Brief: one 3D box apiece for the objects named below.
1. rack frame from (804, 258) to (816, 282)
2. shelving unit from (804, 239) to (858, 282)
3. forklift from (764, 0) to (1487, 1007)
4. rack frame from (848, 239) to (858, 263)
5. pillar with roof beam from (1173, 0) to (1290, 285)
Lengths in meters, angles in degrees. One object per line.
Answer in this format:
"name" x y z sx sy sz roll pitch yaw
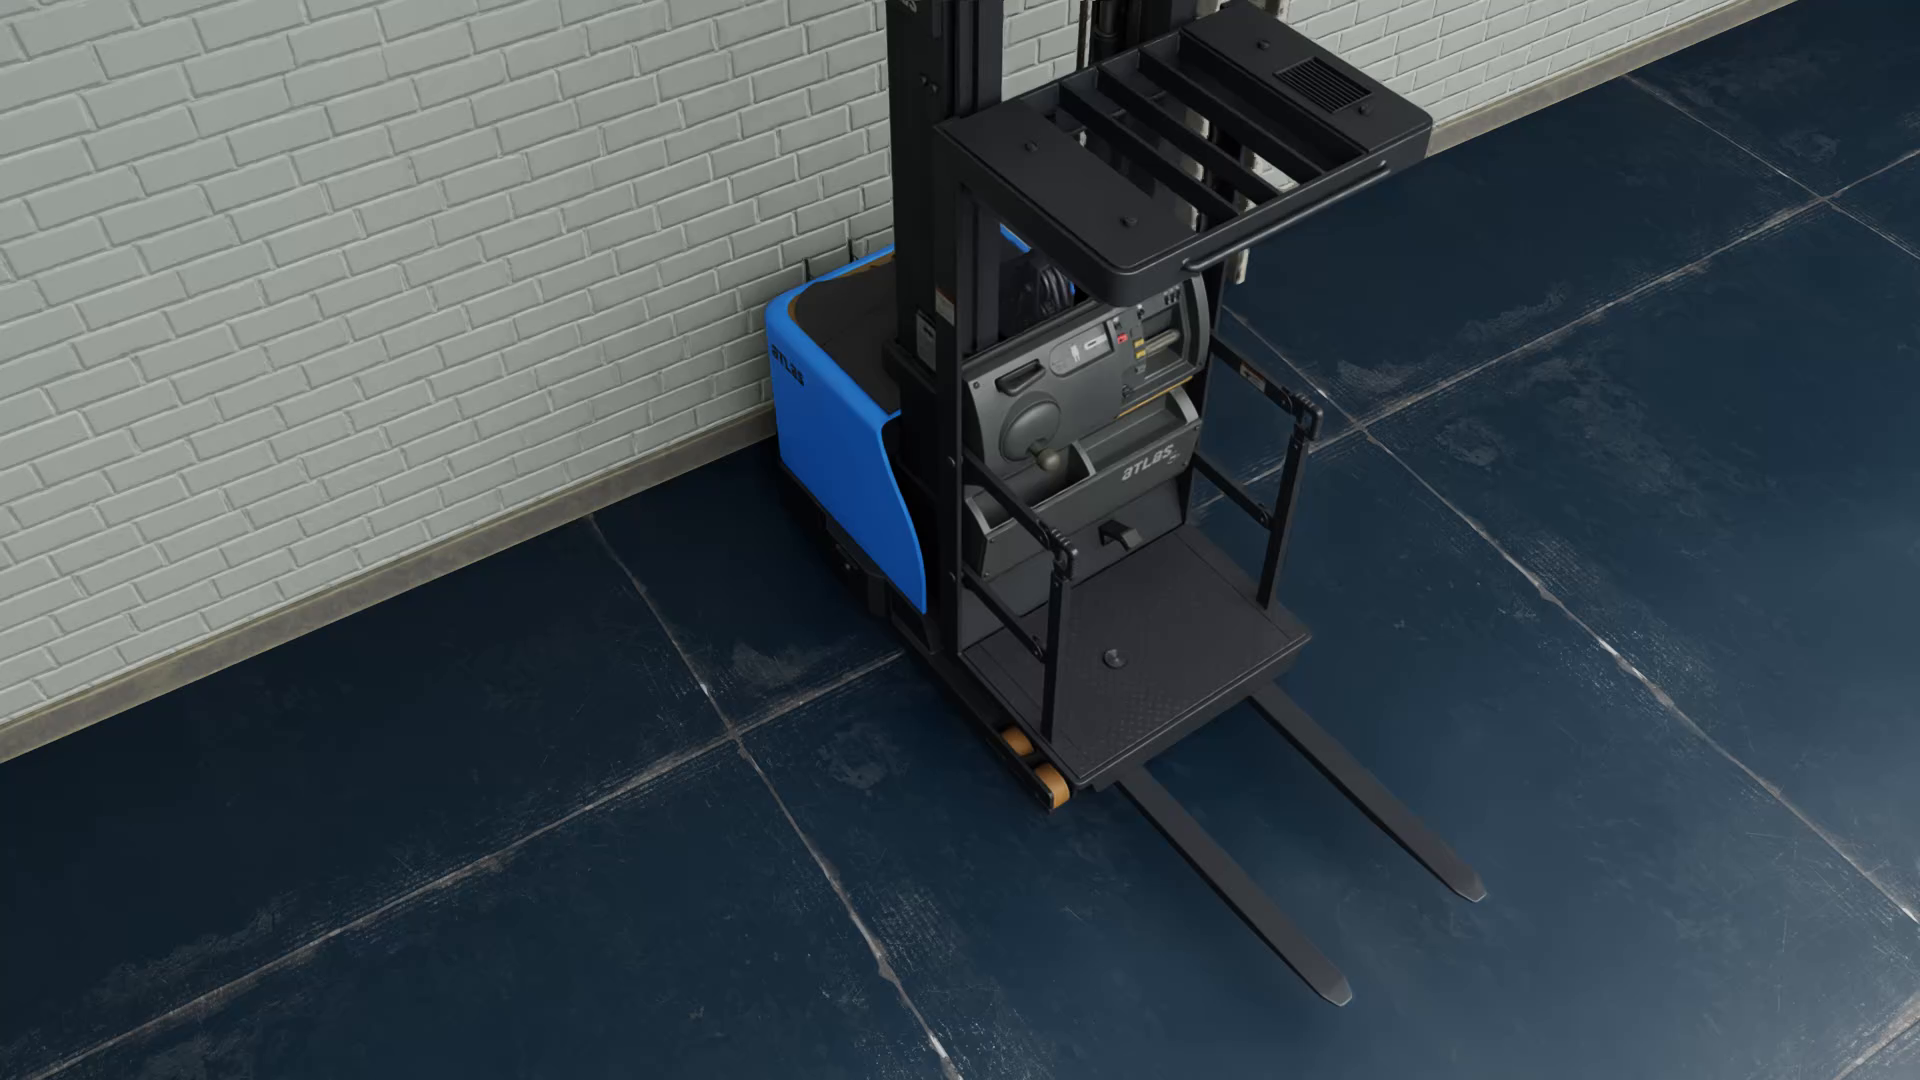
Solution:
"rack frame" -0.531 -0.724 6.737 0.006 0.900 0.240 -29 54 -23
"shelving unit" -0.449 -0.768 6.777 0.210 0.900 0.258 -29 54 -23
"forklift" 0.546 -0.448 5.132 1.130 2.935 3.031 -29 54 -23
"rack frame" -0.367 -0.813 6.817 0.006 0.900 0.240 -29 54 -23
"pillar with roof beam" 3.383 -1.504 2.009 0.400 9.000 9.100 -25 53 -21
